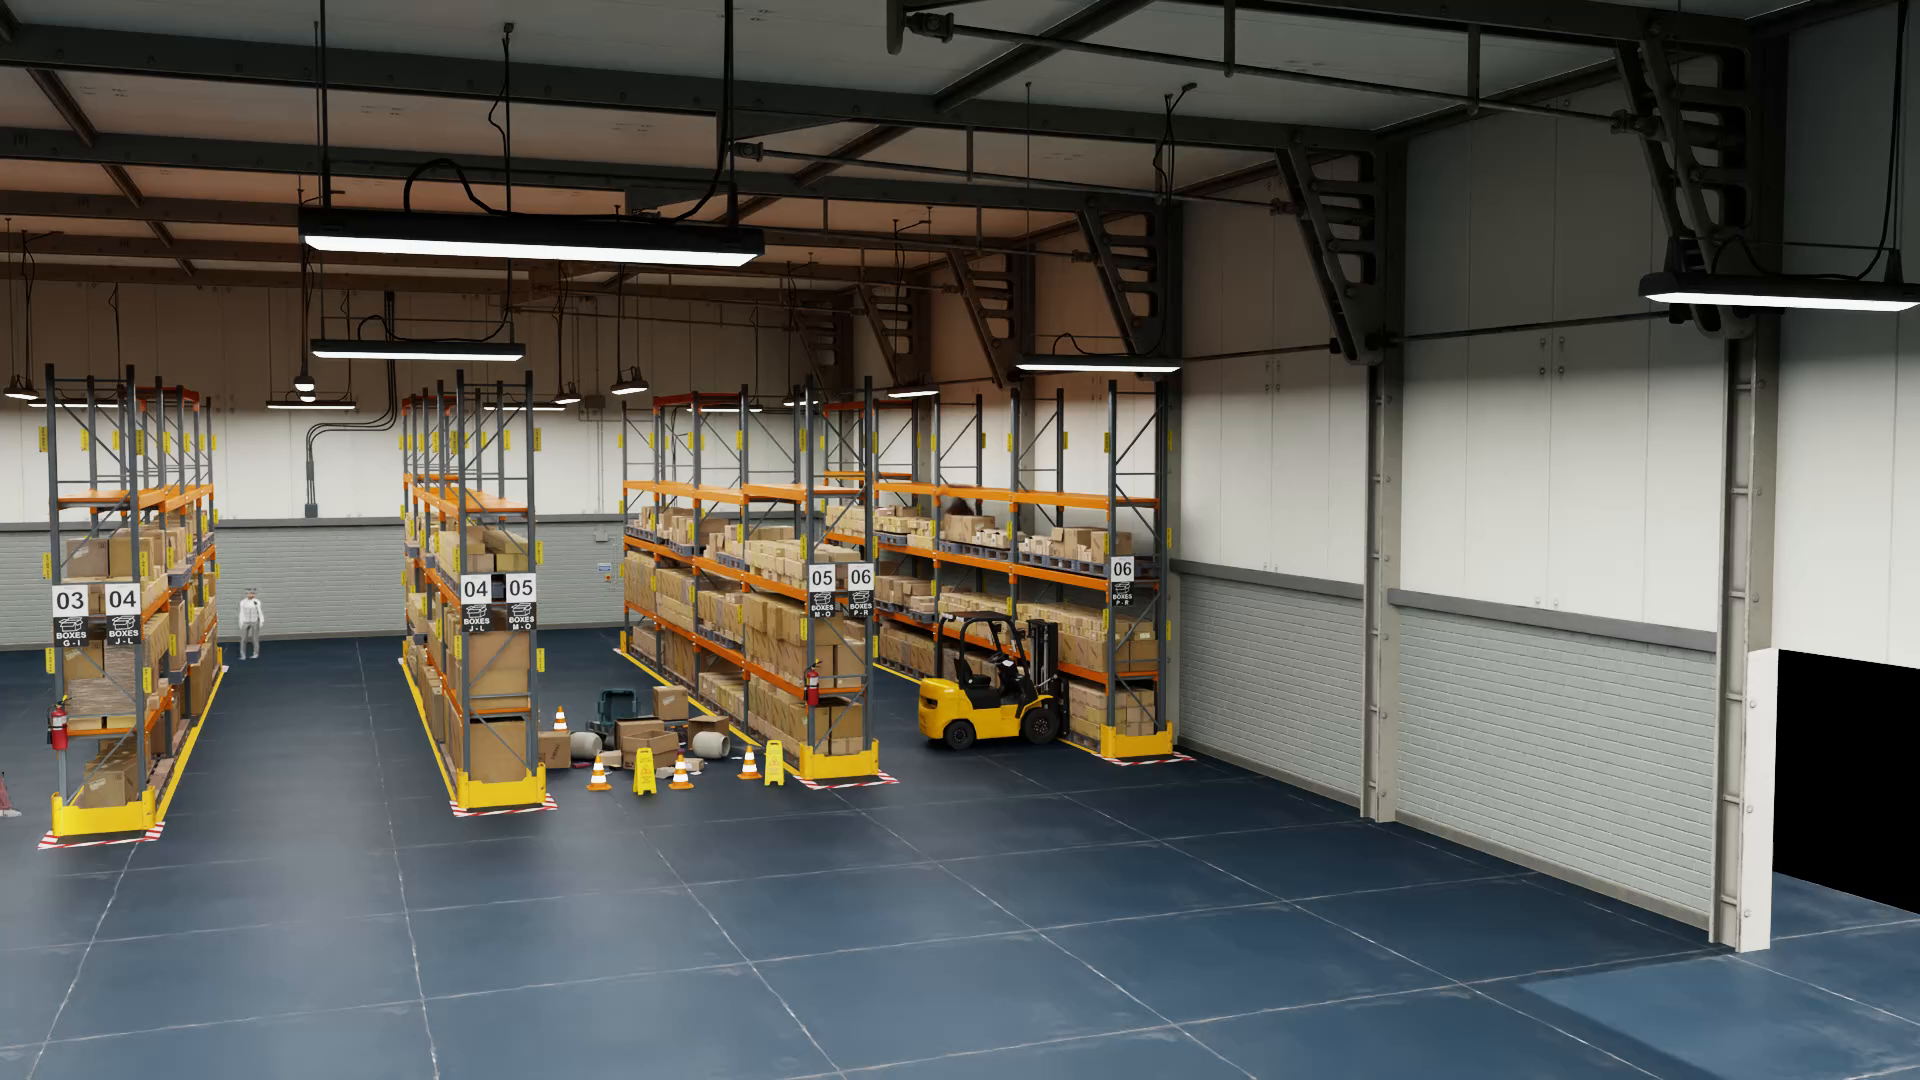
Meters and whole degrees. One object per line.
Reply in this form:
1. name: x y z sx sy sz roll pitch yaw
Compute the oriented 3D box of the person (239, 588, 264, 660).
1. person: -16.428 1.937 38.546 0.529 1.680 0.322 -1 3 -16
